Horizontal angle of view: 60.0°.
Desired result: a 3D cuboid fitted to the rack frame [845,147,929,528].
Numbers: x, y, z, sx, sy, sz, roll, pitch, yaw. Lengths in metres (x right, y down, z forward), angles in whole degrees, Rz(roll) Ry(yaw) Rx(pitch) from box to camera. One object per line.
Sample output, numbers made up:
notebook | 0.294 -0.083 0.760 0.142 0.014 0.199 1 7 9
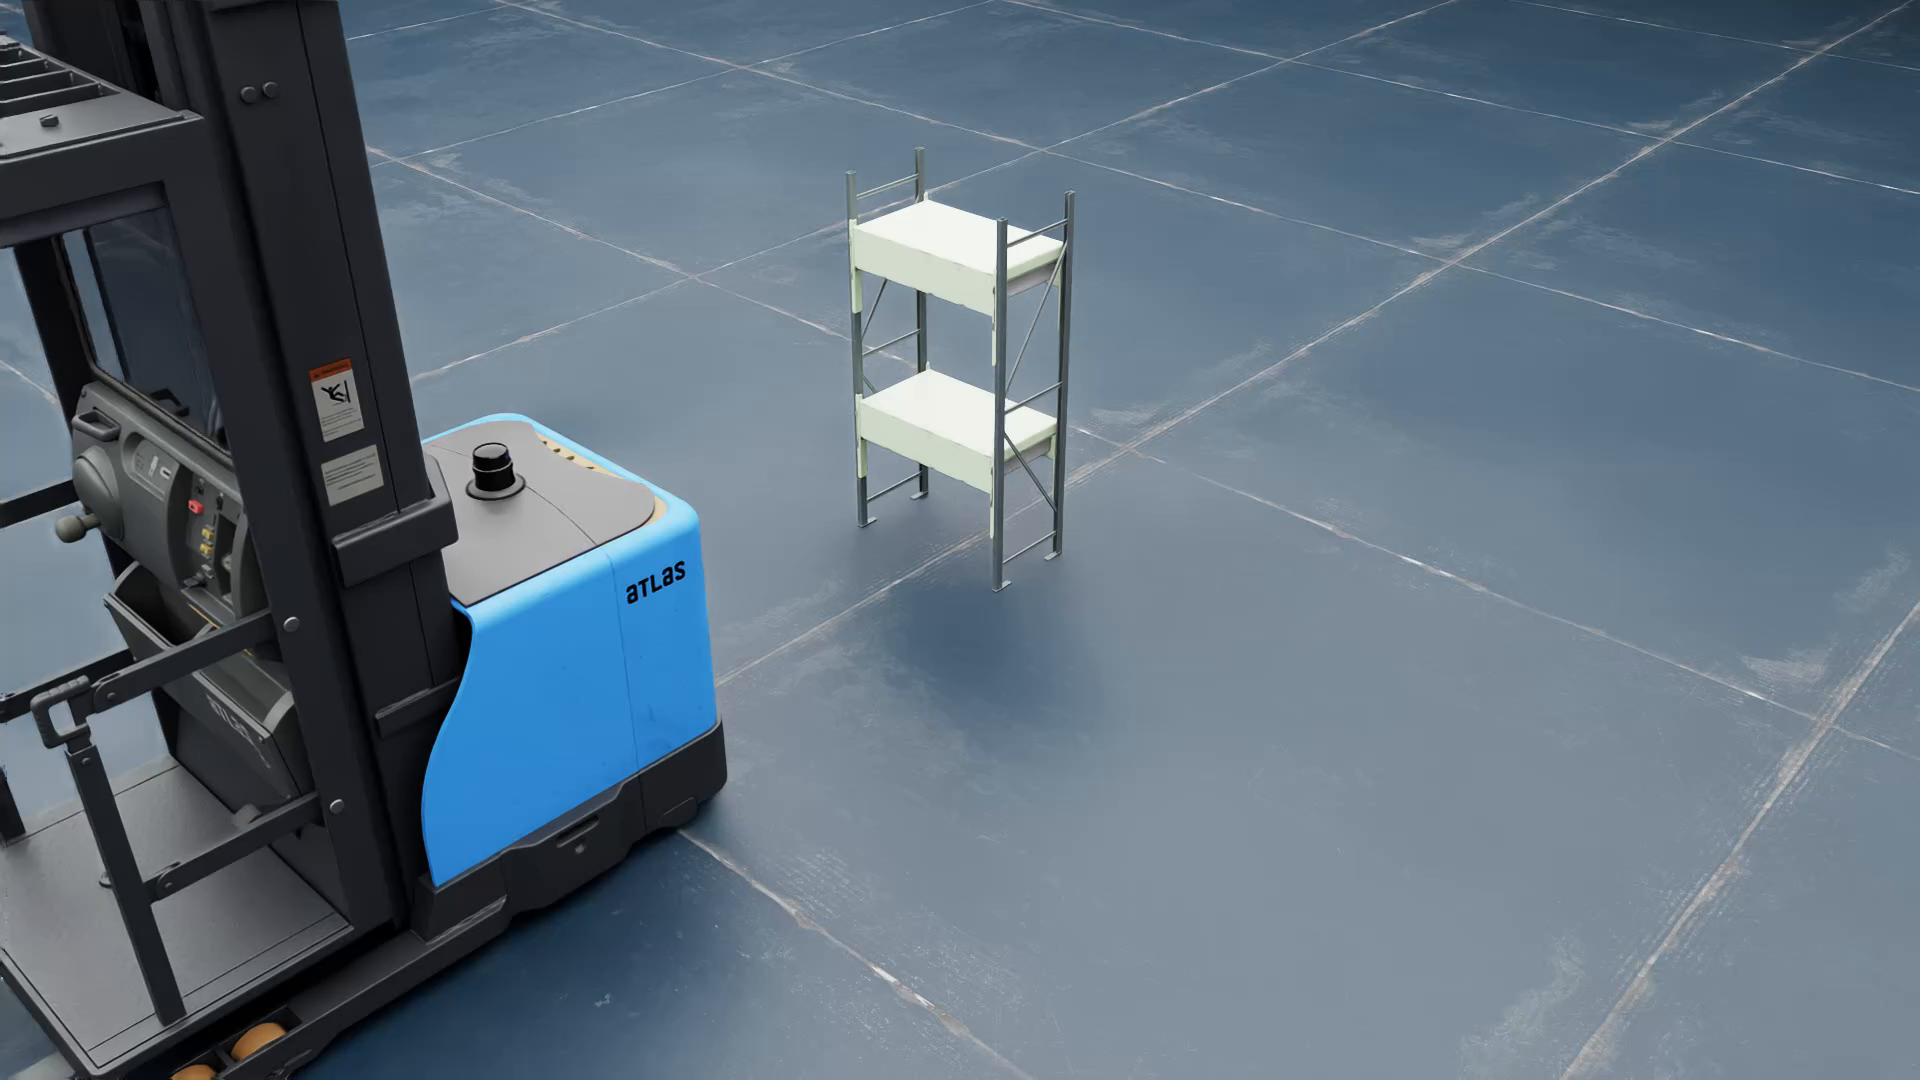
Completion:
rack frame | -0.276 -0.772 6.577 0.023 1.500 0.400 25 39 35

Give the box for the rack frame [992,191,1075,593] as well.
rack frame | 0.266 -0.518 6.157 0.023 1.500 0.400 25 39 35

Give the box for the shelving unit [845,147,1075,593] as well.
shelving unit | -0.005 -0.645 6.367 0.755 1.500 0.431 25 39 35

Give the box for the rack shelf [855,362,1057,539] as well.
rack shelf | -0.005 -0.366 6.535 0.720 0.370 0.431 25 39 35

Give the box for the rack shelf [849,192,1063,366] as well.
rack shelf | -0.005 -0.979 6.166 0.720 0.370 0.431 25 39 35

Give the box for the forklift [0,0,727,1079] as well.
forklift | -2.120 -0.045 3.982 1.130 2.935 3.031 26 39 36
